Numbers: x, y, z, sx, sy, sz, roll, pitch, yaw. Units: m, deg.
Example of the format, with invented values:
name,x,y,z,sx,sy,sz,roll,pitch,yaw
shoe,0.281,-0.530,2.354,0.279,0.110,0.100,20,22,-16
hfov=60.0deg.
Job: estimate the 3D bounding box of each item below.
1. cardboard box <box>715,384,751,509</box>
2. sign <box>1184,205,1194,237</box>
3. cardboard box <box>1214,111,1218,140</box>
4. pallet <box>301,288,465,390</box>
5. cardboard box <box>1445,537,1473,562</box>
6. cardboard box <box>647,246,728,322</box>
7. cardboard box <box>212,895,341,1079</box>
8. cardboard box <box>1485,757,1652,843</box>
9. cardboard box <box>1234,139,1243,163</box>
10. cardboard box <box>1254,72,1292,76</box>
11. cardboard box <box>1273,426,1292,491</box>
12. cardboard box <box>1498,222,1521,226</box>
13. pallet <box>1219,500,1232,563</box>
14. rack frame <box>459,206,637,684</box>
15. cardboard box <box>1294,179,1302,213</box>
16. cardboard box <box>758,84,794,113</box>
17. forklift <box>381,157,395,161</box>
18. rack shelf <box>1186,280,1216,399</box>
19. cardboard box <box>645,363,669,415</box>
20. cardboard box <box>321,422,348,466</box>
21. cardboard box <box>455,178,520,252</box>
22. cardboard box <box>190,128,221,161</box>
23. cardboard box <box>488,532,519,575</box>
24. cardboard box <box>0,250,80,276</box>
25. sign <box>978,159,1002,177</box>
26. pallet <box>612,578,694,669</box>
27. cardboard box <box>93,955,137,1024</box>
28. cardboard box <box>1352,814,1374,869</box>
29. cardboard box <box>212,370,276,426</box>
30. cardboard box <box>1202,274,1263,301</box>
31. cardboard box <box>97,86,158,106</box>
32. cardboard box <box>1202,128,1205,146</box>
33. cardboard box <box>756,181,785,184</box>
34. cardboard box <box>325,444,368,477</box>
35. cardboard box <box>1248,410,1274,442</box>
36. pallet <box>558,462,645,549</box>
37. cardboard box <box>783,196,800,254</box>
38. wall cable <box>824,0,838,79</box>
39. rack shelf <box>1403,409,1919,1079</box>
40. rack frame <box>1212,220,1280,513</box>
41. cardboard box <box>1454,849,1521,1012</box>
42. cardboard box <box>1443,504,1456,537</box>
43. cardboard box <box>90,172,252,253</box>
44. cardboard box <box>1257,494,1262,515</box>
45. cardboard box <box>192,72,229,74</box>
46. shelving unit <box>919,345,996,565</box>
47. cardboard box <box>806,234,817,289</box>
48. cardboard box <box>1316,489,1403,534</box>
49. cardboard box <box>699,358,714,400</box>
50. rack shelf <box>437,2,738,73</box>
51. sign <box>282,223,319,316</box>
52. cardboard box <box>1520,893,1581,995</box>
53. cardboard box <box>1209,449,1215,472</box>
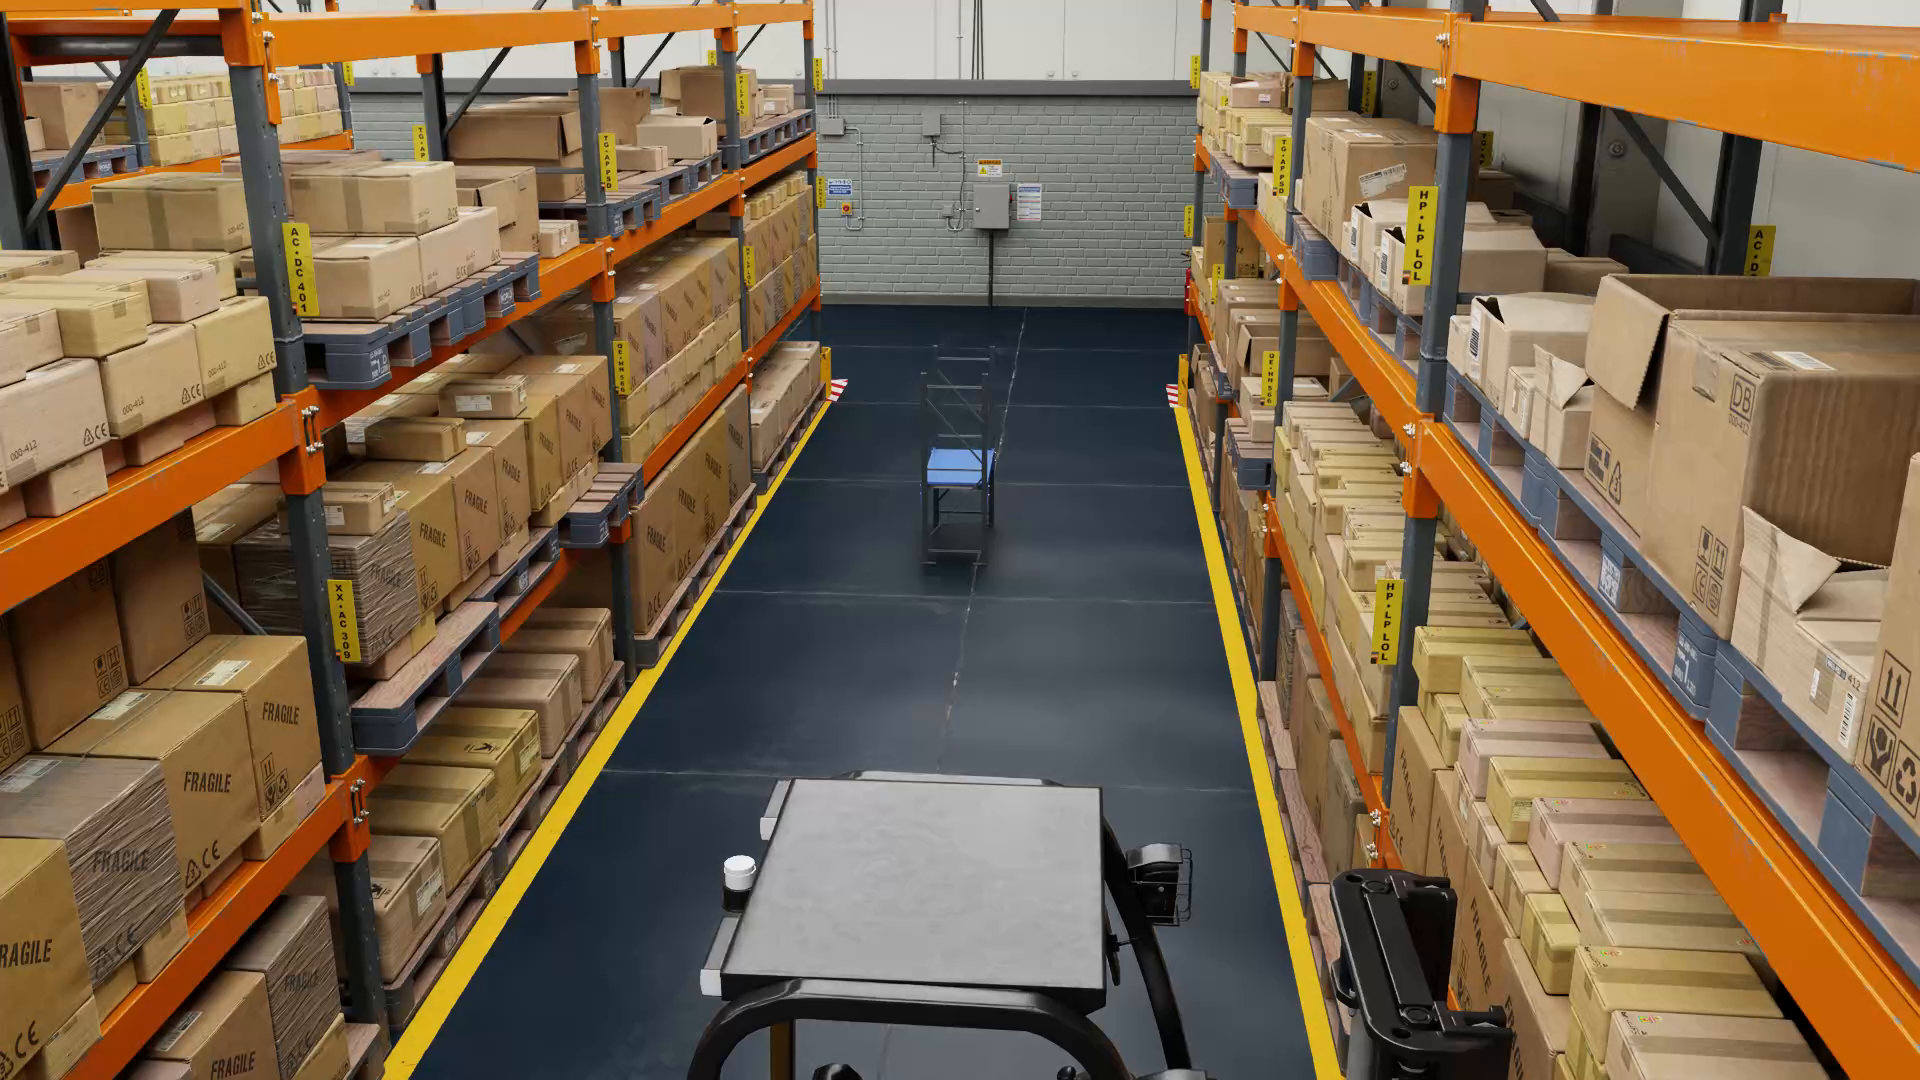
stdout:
name,x,y,z,sx,sy,sz,roll,pitch,yaw
cardboard box,-2.264,-0.773,13.703,0.875,0.875,0.875,2,18,6
sign,2.398,-3.334,17.389,0.100,0.325,0.005,1,18,4
cardboard box,2.512,-3.639,14.658,0.500,0.250,0.500,2,18,5
pallet,-2.722,-0.818,6.588,1.213,0.211,1.003,1,18,4
cardboard box,2.465,0.184,7.483,0.500,0.250,0.500,1,18,3
cardboard box,-2.110,-1.995,12.927,0.500,0.500,0.500,2,18,5
cardboard box,-2.647,1.648,6.114,0.500,0.500,0.500,1,18,3
cardboard box,1.709,0.734,4.687,0.380,0.149,0.250,1,18,3
cardboard box,2.136,-2.741,11.722,0.380,0.149,0.250,2,18,5
cardboard box,3.185,-4.499,16.479,0.500,0.250,0.500,1,18,2
cardboard box,2.065,-0.460,9.448,0.500,0.250,0.500,1,18,4
cardboard box,2.289,-1.324,7.369,0.380,0.166,0.250,1,18,4
pallet,2.631,-0.089,13.356,1.003,0.211,1.213,1,18,4
rack frame,-2.586,-0.535,10.239,1.000,3.000,0.127,1,18,4
cardboard box,2.037,-1.885,9.083,0.380,0.166,0.250,1,18,4
cardboard box,-1.955,-4.479,16.864,0.500,0.250,0.500,0,18,-1
forklift,-4.988,-1.539,13.411,1.130,2.935,3.031,2,18,7
rack shelf,2.795,-1.947,15.703,1.077,0.370,4.000,1,18,4
cardboard box,-2.265,-1.014,11.138,0.500,0.250,0.500,2,18,5
cardboard box,-3.032,-0.438,7.588,0.380,0.149,0.250,1,18,2
cardboard box,-2.667,-1.535,8.308,0.797,0.503,0.637,1,18,4
cardboard box,-6.920,-3.504,14.724,0.500,0.250,0.500,1,18,3
cardboard box,-2.397,0.058,8.157,0.380,0.149,0.250,2,18,6
cardboard box,-3.221,-0.887,5.619,0.380,0.149,0.250,1,18,3
sign,0.413,-5.137,22.958,0.339,0.242,0.001,1,18,4
pallet,-2.454,0.547,11.415,1.003,0.211,1.213,1,18,4
cardboard box,-2.709,1.328,4.958,0.380,0.149,0.250,1,18,3
cardboard box,2.105,1.583,6.913,0.875,0.625,0.625,2,18,6
cardboard box,-2.591,-0.494,5.699,0.380,0.149,0.250,1,18,4
cardboard box,2.553,-2.372,15.608,0.500,0.250,0.500,1,18,2
cardboard box,-6.981,-3.723,13.947,0.380,0.149,0.250,1,18,3
cardboard box,2.536,-3.886,16.051,0.380,0.149,0.250,2,18,5
cardboard box,-1.916,-3.416,16.224,0.380,0.149,0.250,1,18,3
cardboard box,-2.991,-0.144,7.733,0.500,0.500,0.500,2,18,6
cardboard box,2.030,-0.718,10.527,0.380,0.149,0.250,2,18,5
pallet,-2.531,-0.220,9.586,1.213,0.211,1.003,1,18,4
cardboard box,-1.856,-3.071,16.211,0.500,0.500,0.500,1,18,4
wall cable,-1.886,-7.644,22.298,0.463,3.000,0.029,1,18,4
rack shelf,1.935,0.354,3.862,1.077,0.370,4.000,1,18,4
rack frame,2.652,-1.668,13.696,1.000,3.000,0.127,1,18,4
cardboard box,1.730,1.221,4.720,0.500,0.500,0.500,1,18,3
cardboard box,2.474,-0.116,7.757,0.380,0.149,0.250,1,18,4
cardboard box,-2.958,-1.267,6.419,0.500,0.250,0.500,2,18,5
cardboard box,2.281,-0.229,11.603,0.380,0.149,0.250,1,18,3
cardboard box,-7.354,-4.548,16.465,0.380,0.149,0.250,2,18,5
shelving unit,-0.006,-0.686,13.109,0.538,1.500,1.048,1,18,4
cardboard box,-1.783,-2.912,17.331,0.500,0.500,0.500,1,18,4
cardboard box,1.885,-0.132,7.805,0.380,0.149,0.250,1,18,2
cardboard box,-2.173,-1.247,12.652,0.500,0.250,0.500,1,18,2
rack shelf,-2.442,-3.475,11.375,1.077,0.370,4.000,1,18,4
sign,-2.331,-0.954,5.870,0.100,0.325,0.005,1,18,4
cardboard box,1.663,1.034,4.248,0.380,0.149,0.250,1,18,3
cardboard box,2.399,-0.692,14.622,0.380,0.149,0.250,1,18,2
